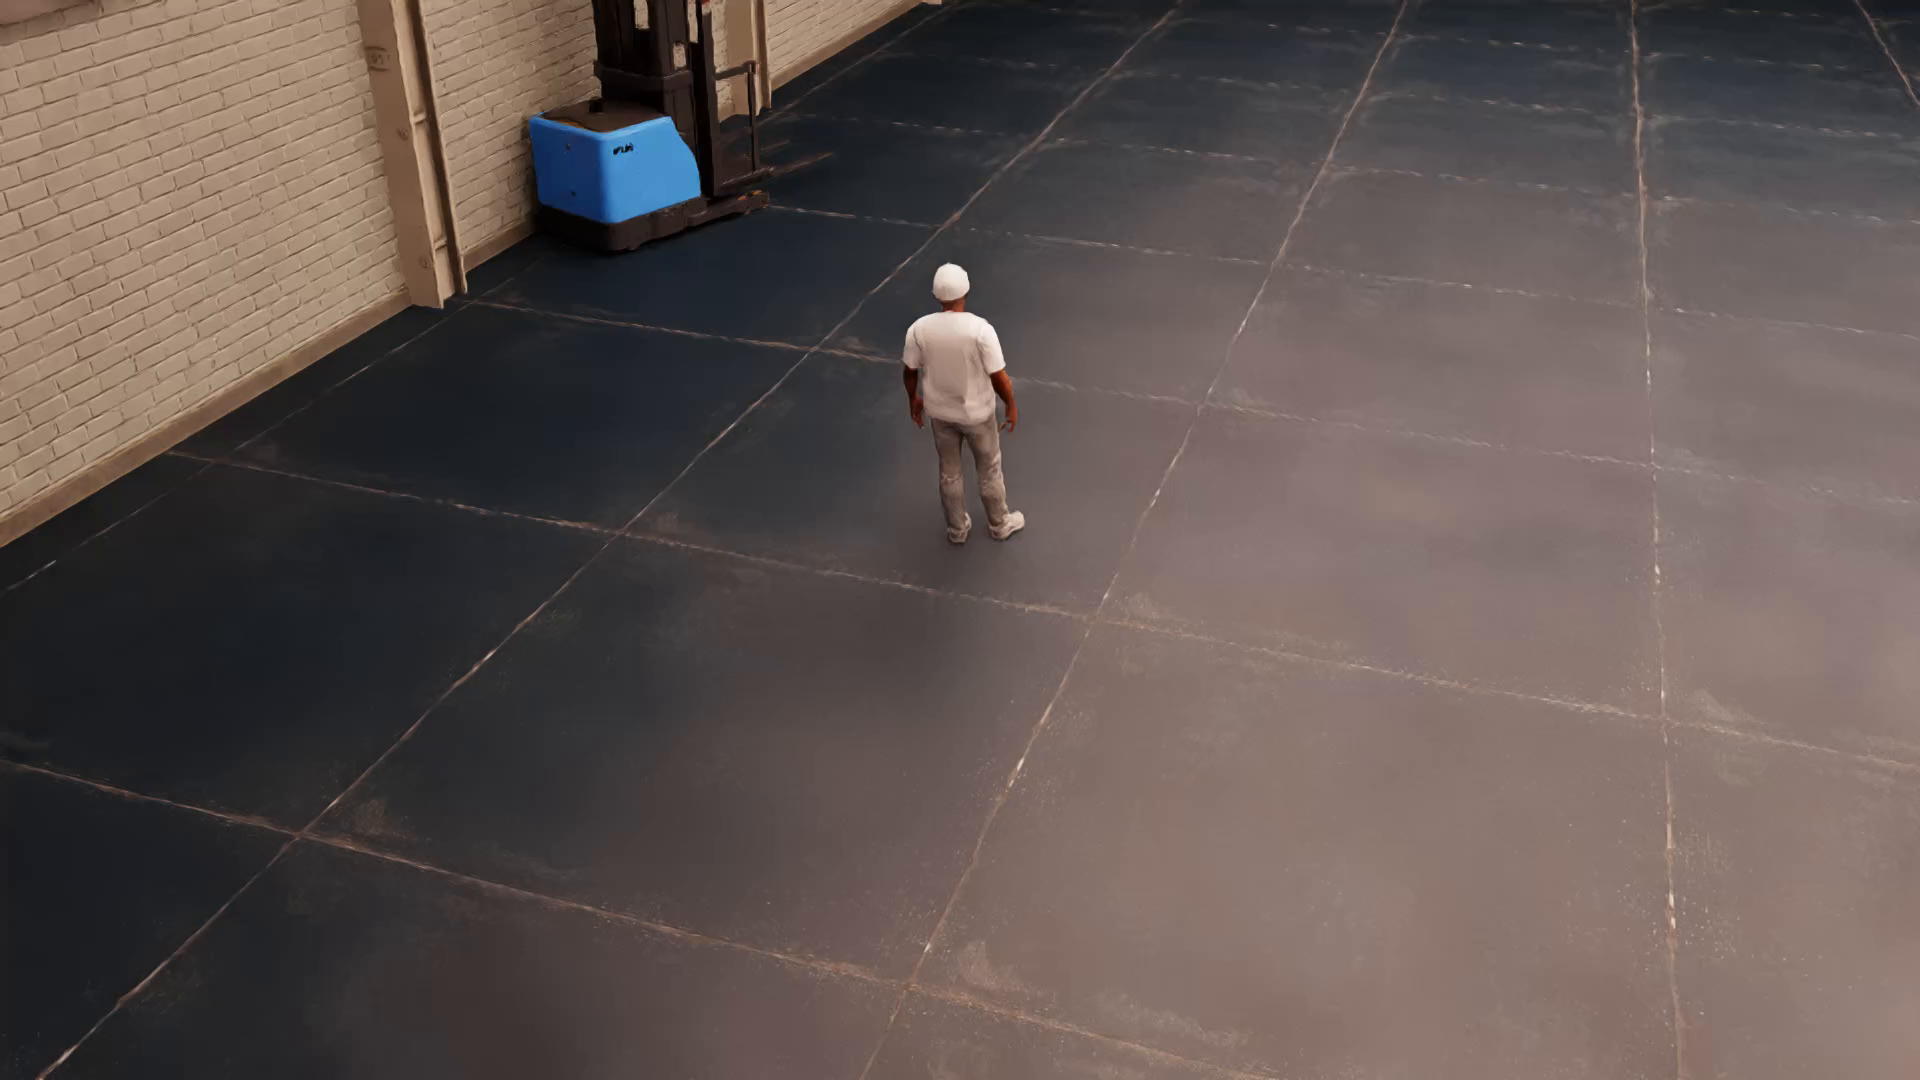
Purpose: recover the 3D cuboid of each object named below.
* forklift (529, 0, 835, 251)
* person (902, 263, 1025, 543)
[{"bbox_3d":[-2.433,-4.427,14.903,1.130,2.935,3.031,22,36,33],"label":"forklift"},{"bbox_3d":[0.028,-0.805,9.711,0.665,1.766,0.576,10,31,16],"label":"person"}]
